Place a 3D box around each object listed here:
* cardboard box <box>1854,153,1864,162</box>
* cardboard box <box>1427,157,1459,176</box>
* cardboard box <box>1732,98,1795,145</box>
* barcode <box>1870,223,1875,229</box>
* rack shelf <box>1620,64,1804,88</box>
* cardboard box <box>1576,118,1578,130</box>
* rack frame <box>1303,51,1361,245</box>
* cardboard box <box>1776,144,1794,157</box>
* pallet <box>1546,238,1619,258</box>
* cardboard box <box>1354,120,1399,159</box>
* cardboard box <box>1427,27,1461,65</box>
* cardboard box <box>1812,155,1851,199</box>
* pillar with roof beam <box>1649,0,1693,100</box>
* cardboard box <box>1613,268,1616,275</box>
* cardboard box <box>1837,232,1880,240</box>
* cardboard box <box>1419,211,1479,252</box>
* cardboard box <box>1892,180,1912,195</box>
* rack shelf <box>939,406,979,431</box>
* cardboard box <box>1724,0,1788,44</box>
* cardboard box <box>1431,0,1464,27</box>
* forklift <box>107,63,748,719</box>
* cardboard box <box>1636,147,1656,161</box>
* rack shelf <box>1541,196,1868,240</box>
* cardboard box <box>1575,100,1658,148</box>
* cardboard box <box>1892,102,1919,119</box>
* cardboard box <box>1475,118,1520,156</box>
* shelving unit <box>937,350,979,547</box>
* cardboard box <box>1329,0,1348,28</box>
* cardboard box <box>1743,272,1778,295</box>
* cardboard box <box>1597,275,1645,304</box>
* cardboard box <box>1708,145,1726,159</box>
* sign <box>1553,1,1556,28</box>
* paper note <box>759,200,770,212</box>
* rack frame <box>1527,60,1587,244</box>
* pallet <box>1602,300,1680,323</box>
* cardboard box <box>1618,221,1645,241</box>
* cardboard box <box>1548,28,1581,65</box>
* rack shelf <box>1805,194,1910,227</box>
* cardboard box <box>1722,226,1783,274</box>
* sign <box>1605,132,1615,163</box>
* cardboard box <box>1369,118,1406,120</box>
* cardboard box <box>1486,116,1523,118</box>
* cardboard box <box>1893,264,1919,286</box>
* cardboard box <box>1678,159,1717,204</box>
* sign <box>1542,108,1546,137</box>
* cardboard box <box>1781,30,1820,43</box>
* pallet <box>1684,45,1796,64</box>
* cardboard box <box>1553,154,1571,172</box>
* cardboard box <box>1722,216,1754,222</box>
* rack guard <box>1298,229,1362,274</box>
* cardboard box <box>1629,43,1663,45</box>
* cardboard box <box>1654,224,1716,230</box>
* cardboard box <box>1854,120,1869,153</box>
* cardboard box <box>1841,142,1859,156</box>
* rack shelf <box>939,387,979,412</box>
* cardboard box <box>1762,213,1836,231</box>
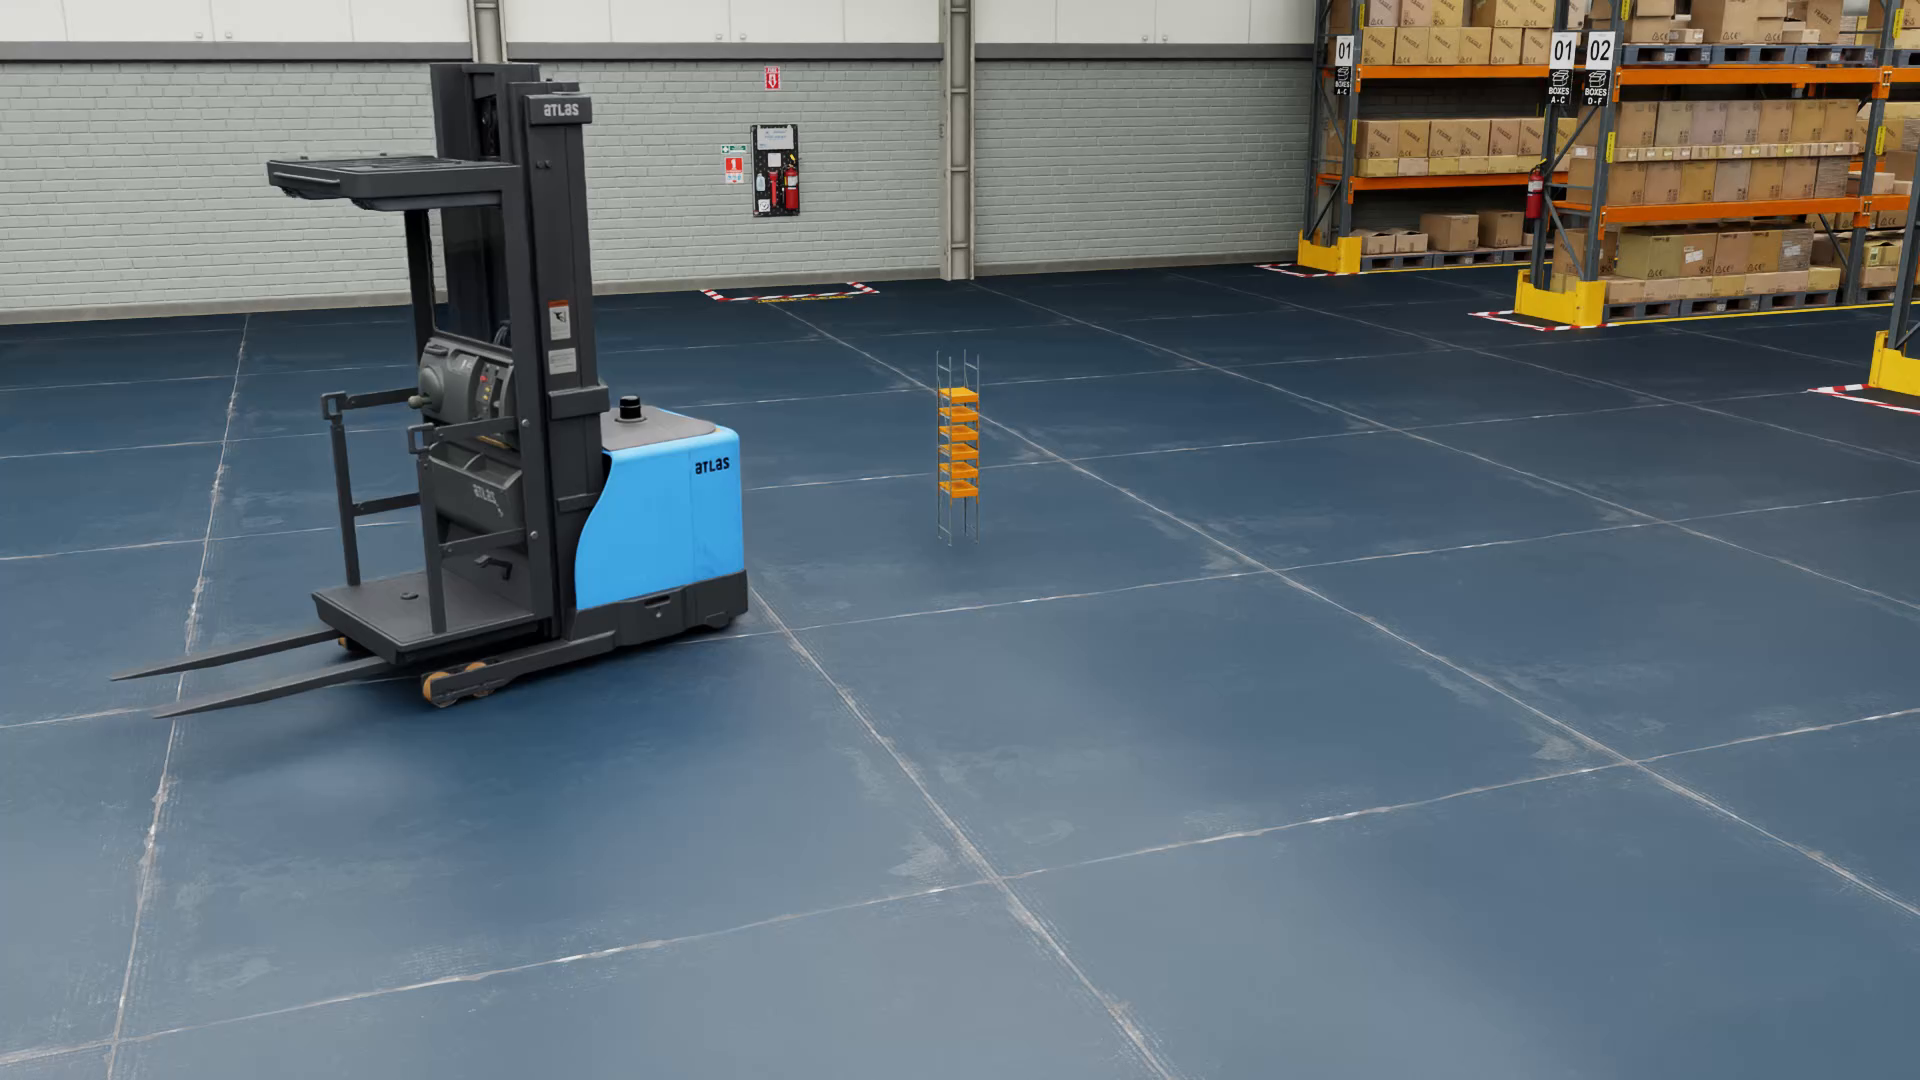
[{"bbox_3d":[14.268,-6.139,26.590,0.250,0.149,0.380,-6,17,-19],"label":"cardboard box"},{"bbox_3d":[6.743,-5.343,23.701,0.500,0.250,0.500,-6,18,-21],"label":"cardboard box"},{"bbox_3d":[9.376,-4.957,19.674,0.500,0.500,0.700,-6,17,-20],"label":"cardboard box"},{"bbox_3d":[11.114,-3.823,20.245,0.075,0.075,0.001,-6,17,-20],"label":"barcode"},{"bbox_3d":[10.819,-7.033,25.177,4.000,0.370,1.077,-6,17,-20],"label":"rack shelf"},{"bbox_3d":[9.438,-6.039,24.880,0.500,0.500,0.700,-6,17,-20],"label":"cardboard box"},{"bbox_3d":[5.216,-5.334,23.439,0.127,3.000,1.000,-6,17,-20],"label":"rack frame"},{"bbox_3d":[9.599,-4.608,19.637,0.250,0.149,0.380,-6,17,-20],"label":"cardboard box"},{"bbox_3d":[9.677,-4.478,25.474,1.213,0.211,1.003,-6,17,-20],"label":"pallet"},{"bbox_3d":[5.769,-5.601,23.246,0.500,0.500,0.500,-6,17,-20],"label":"cardboard box"},{"bbox_3d":[6.615,-6.897,23.224,0.500,0.500,0.500,-5,17,-18],"label":"cardboard box"},{"bbox_3d":[10.315,-4.436,20.203,0.500,0.500,0.700,-7,18,-22],"label":"cardboard box"},{"bbox_3d":[12.703,-7.983,21.812,0.400,9.000,9.100,-6,17,-20],"label":"pillar with roof beam"},{"bbox_3d":[7.850,-3.099,19.961,0.500,0.250,0.500,-6,17,-20],"label":"cardboard box"},{"bbox_3d":[11.486,-3.756,21.204,0.500,0.311,0.500,-6,17,-19],"label":"cardboard box"},{"bbox_3d":[7.129,-4.510,24.289,0.500,0.500,0.700,-7,18,-24],"label":"cardboard box"},{"bbox_3d":[11.628,-4.349,20.532,0.250,0.149,0.380,-6,17,-20],"label":"cardboard box"},{"bbox_3d":[-0.014,-0.762,10.369,0.180,0.103,0.258,-6,17,-20],"label":"rack shelf"},{"bbox_3d":[9.144,-6.059,19.407,0.637,0.503,0.797,-4,17,-14],"label":"cardboard box"},{"bbox_3d":[6.624,-7.377,23.086,0.500,0.500,0.500,-6,17,-19],"label":"cardboard box"},{"bbox_3d":[-2.585,-0.778,8.046,3.031,2.935,1.130,-14,22,-40],"label":"forklift"},{"bbox_3d":[7.681,-4.401,18.931,0.250,0.149,0.380,-7,18,-22],"label":"cardboard box"},{"bbox_3d":[8.859,-3.888,19.790,4.000,0.370,1.077,-6,17,-20],"label":"rack shelf"},{"bbox_3d":[7.482,-4.751,18.972,0.500,0.500,0.700,-6,17,-20],"label":"cardboard box"},{"bbox_3d":[15.119,-6.889,26.663,0.500,0.250,0.500,-6,17,-19],"label":"cardboard box"},{"bbox_3d":[7.682,-5.806,23.946,0.500,0.500,0.500,-7,18,-22],"label":"cardboard box"},{"bbox_3d":[-0.014,-0.574,10.424,0.189,1.200,0.258,-6,17,-20],"label":"shelving unit"},{"bbox_3d":[5.525,-7.423,23.241,0.500,0.500,0.500,-5,17,-18],"label":"cardboard box"},{"bbox_3d":[9.440,-3.110,20.001,0.500,0.250,0.500,-6,17,-20],"label":"cardboard box"},{"bbox_3d":[7.572,-2.909,19.315,0.500,0.250,0.500,-6,17,-20],"label":"cardboard box"},{"bbox_3d":[8.637,-4.504,19.282,0.250,0.149,0.380,-6,18,-21],"label":"cardboard box"},{"bbox_3d":[6.811,-6.001,18.956,0.005,0.325,0.100,-6,17,-20],"label":"sign"},{"bbox_3d":[-2.554,-4.366,21.705,0.142,0.148,0.016,-6,17,-20],"label":"paper note"},{"bbox_3d":[8.951,-5.737,24.812,0.127,3.000,1.000,-6,17,-20],"label":"rack frame"},{"bbox_3d":[7.691,-2.781,19.695,1.213,0.211,1.003,-6,17,-20],"label":"pallet"},{"bbox_3d":[10.097,-4.893,25.592,0.500,0.500,0.700,-7,18,-21],"label":"cardboard box"},{"bbox_3d":[8.566,-7.118,23.977,0.500,0.500,0.500,-6,17,-19],"label":"cardboard box"},{"bbox_3d":[12.595,-4.291,21.163,4.000,0.370,1.077,-6,17,-20],"label":"rack shelf"},{"bbox_3d":[9.436,-3.473,19.906,0.500,0.500,0.500,-6,17,-20],"label":"cardboard box"},{"bbox_3d":[7.185,-4.338,18.369,0.005,0.325,0.100,-6,17,-20],"label":"sign"},{"bbox_3d":[6.053,-5.783,23.868,0.500,0.500,0.500,-6,17,-19],"label":"cardboard box"},{"bbox_3d":[7.953,-5.991,24.576,0.500,0.500,0.500,-6,17,-20],"label":"cardboard box"},{"bbox_3d":[11.670,-3.343,20.794,0.500,0.250,0.500,-6,17,-19],"label":"cardboard box"},{"bbox_3d":[8.387,-4.226,19.486,0.500,0.500,0.700,-6,17,-20],"label":"cardboard box"},{"bbox_3d":[6.811,-4.844,19.296,0.005,0.325,0.100,-6,17,-20],"label":"sign"},{"bbox_3d":[9.698,-5.828,19.250,0.250,0.149,0.380,-6,17,-20],"label":"cardboard box"},{"bbox_3d":[8.802,-5.616,19.234,1.213,0.211,1.003,-6,17,-20],"label":"pallet"},{"bbox_3d":[8.617,-5.547,24.396,0.500,0.250,0.500,-6,17,-20],"label":"cardboard box"},{"bbox_3d":[12.032,-5.066,26.182,0.500,0.500,0.700,-6,17,-19],"label":"cardboard box"},{"bbox_3d":[5.287,-4.142,23.817,0.348,0.500,1.175,-6,17,-20],"label":"rack guard"},{"bbox_3d":[10.065,-7.431,24.670,0.500,0.311,0.500,-6,17,-18],"label":"cardboard box"},{"bbox_3d":[8.782,-3.560,20.202,0.500,0.500,0.500,-6,17,-20],"label":"cardboard box"},{"bbox_3d":[14.187,-6.423,26.405,0.500,0.500,0.500,-6,17,-20],"label":"cardboard box"},{"bbox_3d":[10.550,-4.710,19.984,0.250,0.149,0.380,-6,17,-20],"label":"cardboard box"},{"bbox_3d":[-0.014,-0.877,10.335,0.180,0.103,0.258,-6,17,-20],"label":"rack shelf"},{"bbox_3d":[13.420,-5.350,26.564,0.750,0.750,0.750,-6,18,-21],"label":"cardboard box"}]
